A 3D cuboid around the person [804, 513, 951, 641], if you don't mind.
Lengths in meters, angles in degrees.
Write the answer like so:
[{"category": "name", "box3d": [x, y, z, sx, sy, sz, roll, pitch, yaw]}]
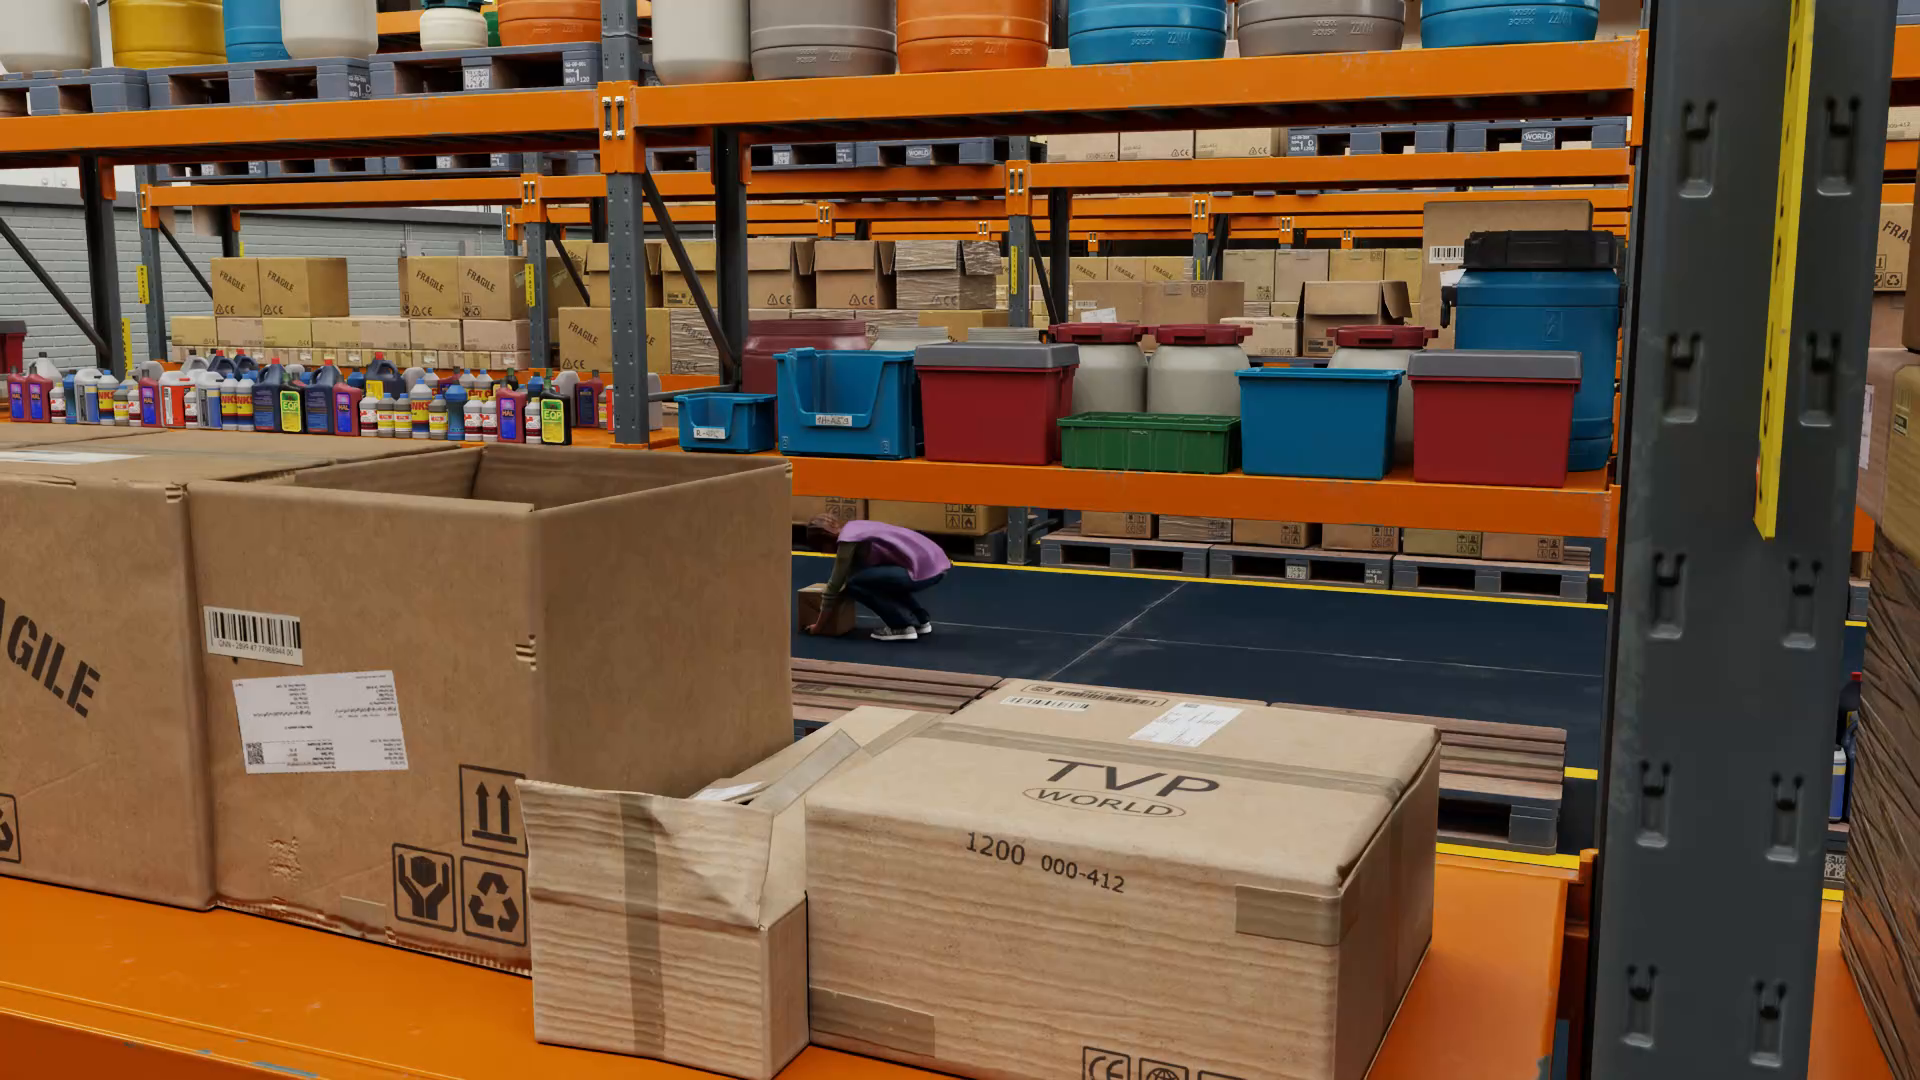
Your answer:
[{"category": "person", "box3d": [-0.473, 0.235, 9.512, 0.843, 0.745, 0.430, 3, 10, 20]}]
